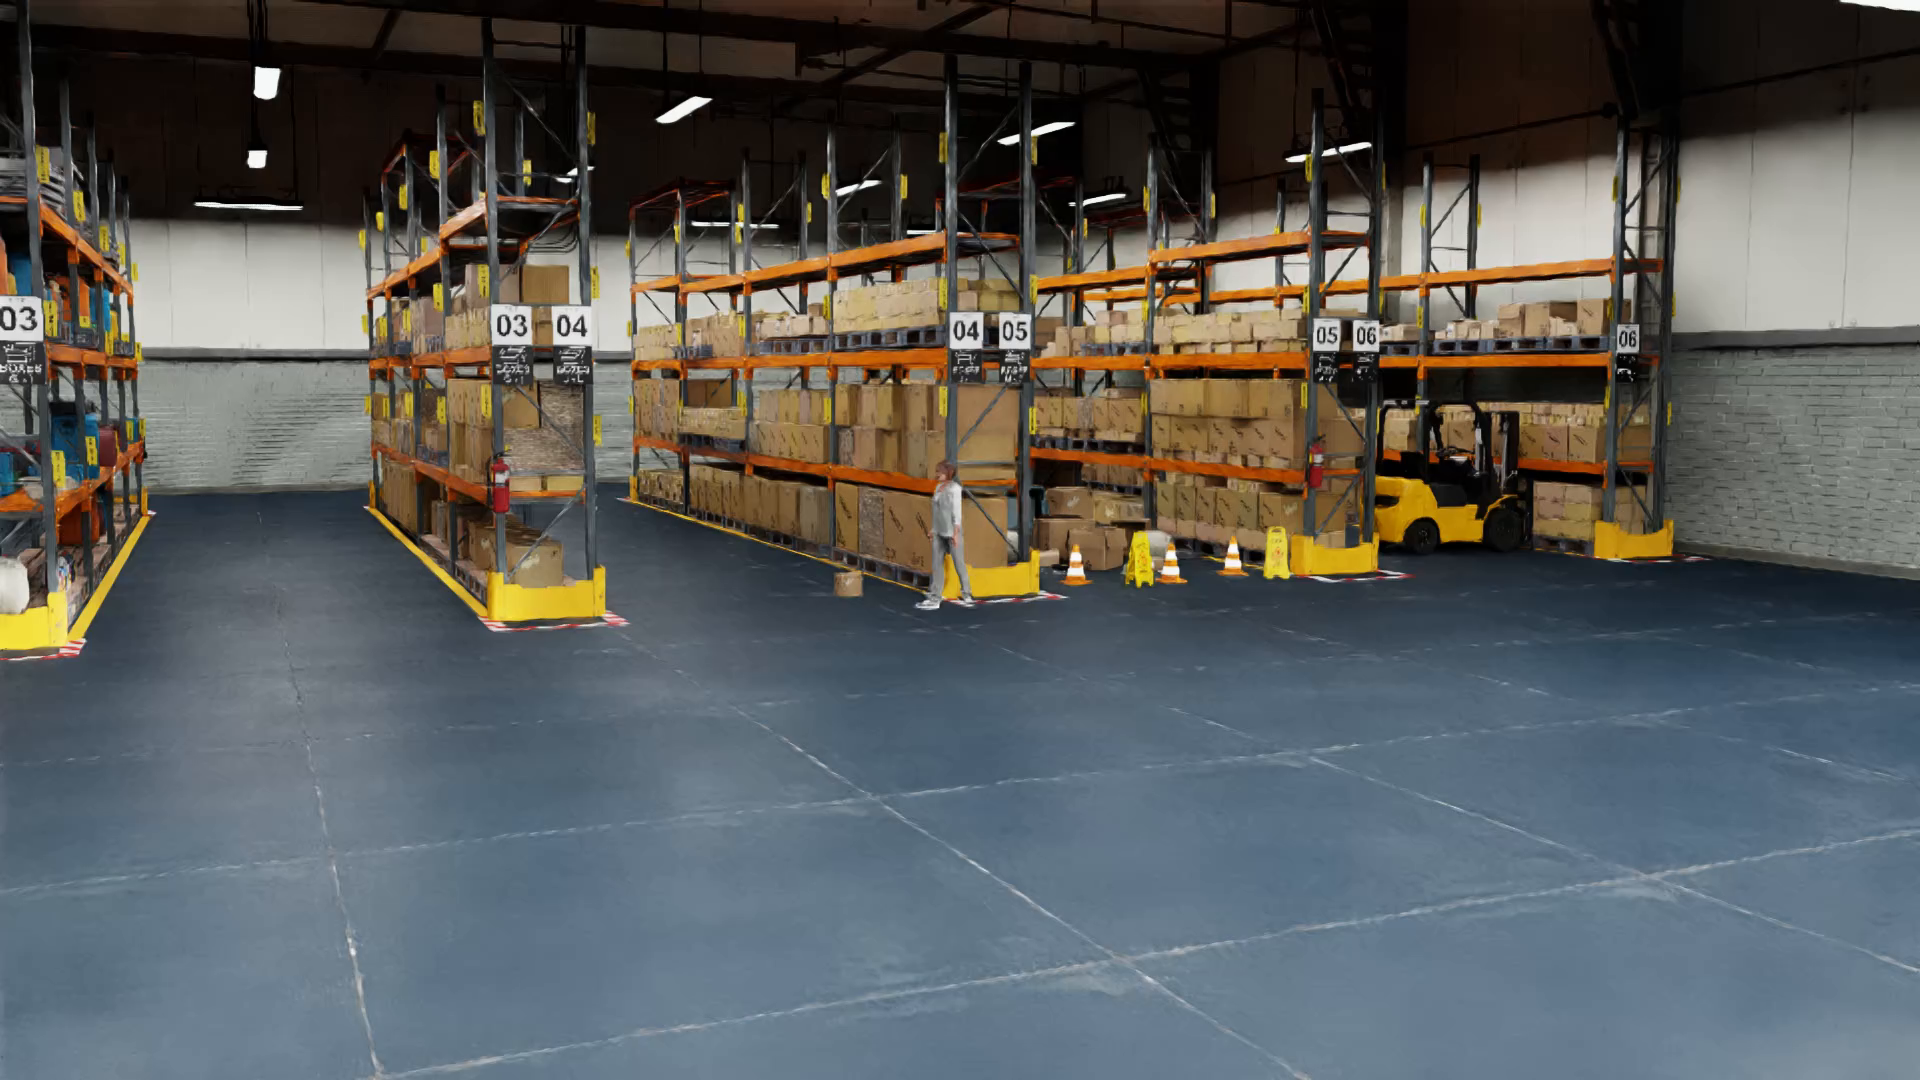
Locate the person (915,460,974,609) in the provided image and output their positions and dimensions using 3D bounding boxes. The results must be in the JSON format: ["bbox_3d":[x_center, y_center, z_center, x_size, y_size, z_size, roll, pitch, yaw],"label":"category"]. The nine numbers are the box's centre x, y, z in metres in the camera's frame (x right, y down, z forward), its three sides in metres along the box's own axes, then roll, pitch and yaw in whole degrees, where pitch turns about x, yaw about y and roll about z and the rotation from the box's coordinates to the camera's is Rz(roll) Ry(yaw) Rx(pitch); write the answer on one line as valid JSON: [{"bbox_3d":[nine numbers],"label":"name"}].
[{"bbox_3d":[-0.179,-0.065,17.785,0.606,1.583,0.604,-5,7,-40],"label":"person"}]
